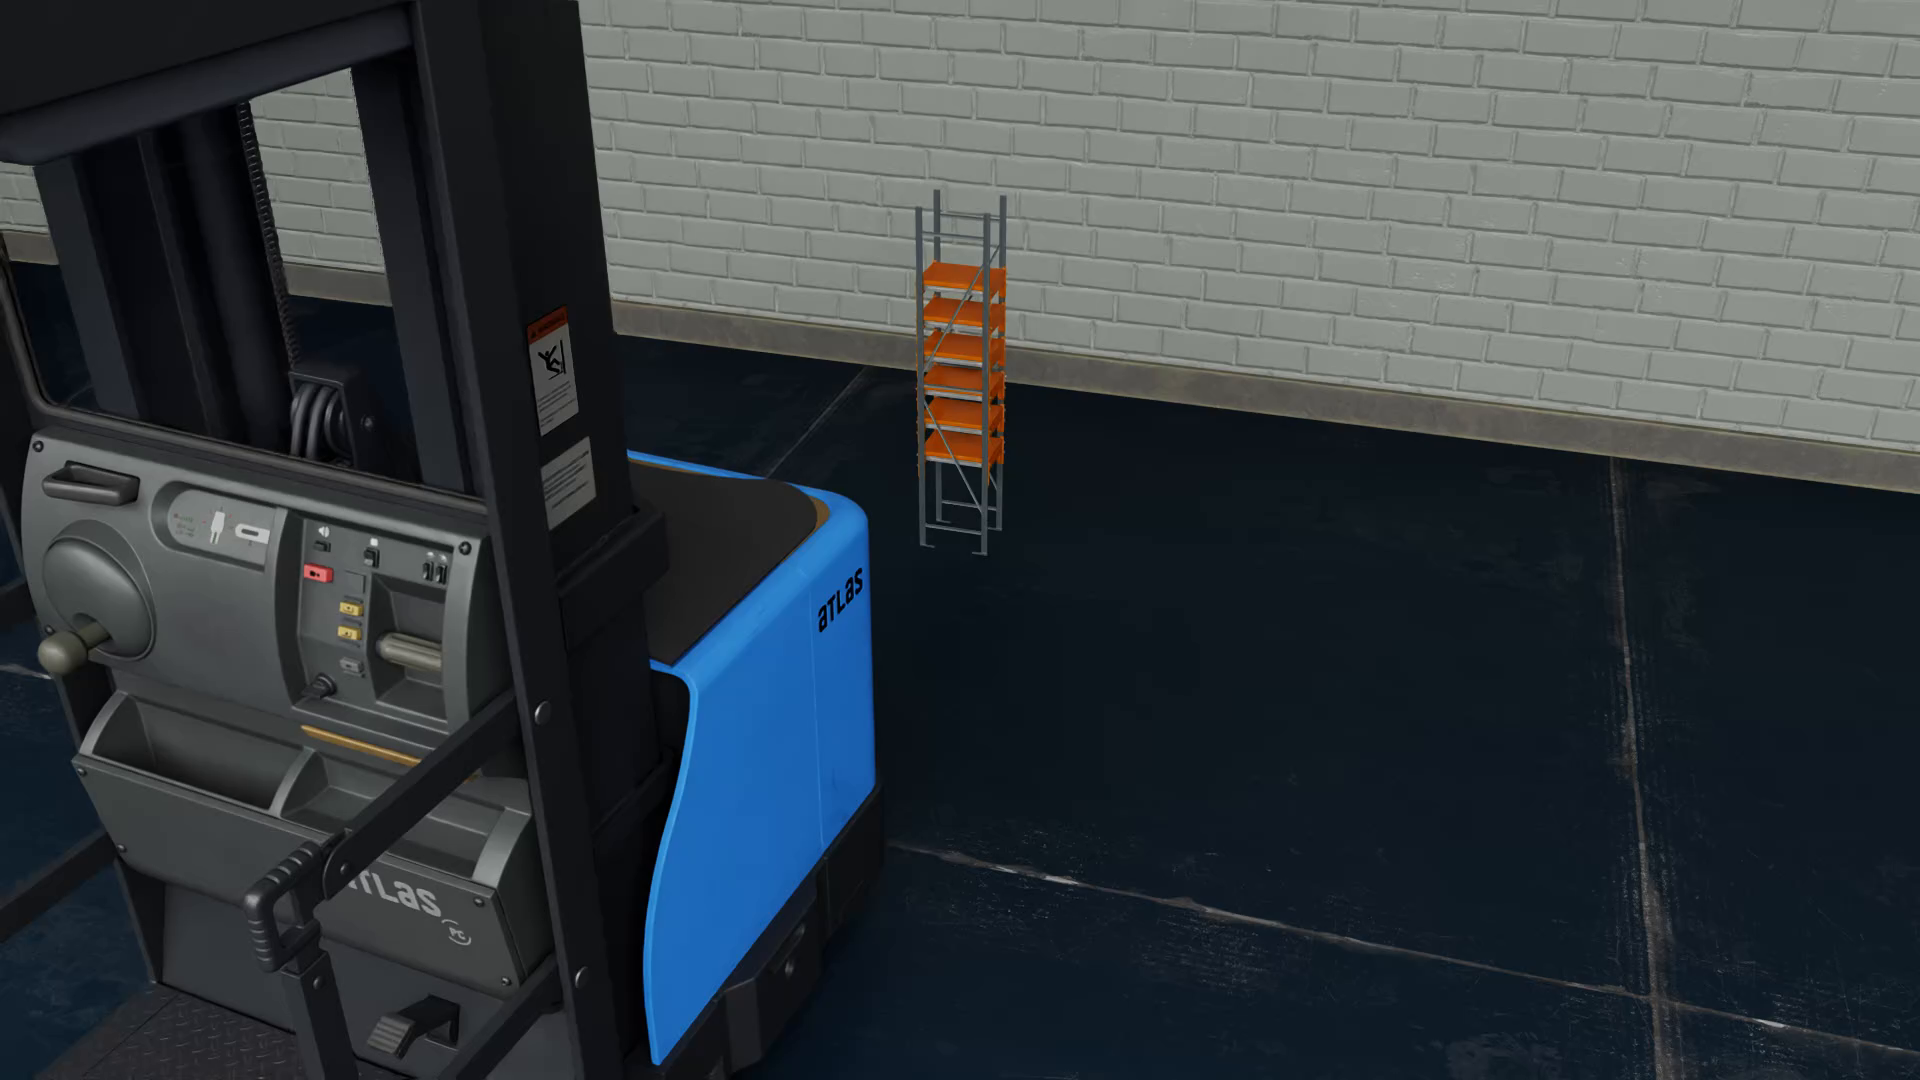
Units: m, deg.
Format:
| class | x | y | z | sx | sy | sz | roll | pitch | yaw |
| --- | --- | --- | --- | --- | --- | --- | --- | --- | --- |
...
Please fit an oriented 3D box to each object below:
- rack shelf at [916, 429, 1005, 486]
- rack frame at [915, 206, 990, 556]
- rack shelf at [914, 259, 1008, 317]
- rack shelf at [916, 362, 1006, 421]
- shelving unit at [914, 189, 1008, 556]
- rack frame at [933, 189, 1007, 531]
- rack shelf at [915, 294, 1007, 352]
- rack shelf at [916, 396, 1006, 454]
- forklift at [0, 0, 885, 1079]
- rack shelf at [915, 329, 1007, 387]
| class | x | y | z | sx | sy | sz | roll | pitch | yaw |
| --- | --- | --- | --- | --- | --- | --- | --- | --- | --- |
| rack shelf | 0.004 | -0.282 | 5.609 | 0.258 | 0.103 | 0.180 | 8 | 30 | 15 |
| rack frame | -0.023 | -0.489 | 5.394 | 0.240 | 1.200 | 0.006 | 8 | 30 | 15 |
| rack shelf | 0.004 | -0.807 | 5.317 | 0.258 | 0.103 | 0.180 | 8 | 30 | 15 |
| rack shelf | 0.004 | -0.492 | 5.492 | 0.258 | 0.103 | 0.180 | 8 | 30 | 15 |
| shelving unit | 0.004 | -0.531 | 5.470 | 0.258 | 1.200 | 0.189 | 8 | 30 | 15 |
| rack frame | 0.031 | -0.574 | 5.547 | 0.240 | 1.200 | 0.006 | 8 | 30 | 15 |
| rack shelf | 0.004 | -0.702 | 5.375 | 0.258 | 0.103 | 0.180 | 8 | 30 | 15 |
| rack shelf | 0.004 | -0.387 | 5.550 | 0.258 | 0.103 | 0.180 | 8 | 30 | 15 |
| forklift | -1.239 | 0.126 | 2.509 | 1.130 | 2.935 | 3.031 | 12 | 31 | 20 |
| rack shelf | 0.004 | -0.597 | 5.434 | 0.258 | 0.103 | 0.180 | 8 | 30 | 15 |
